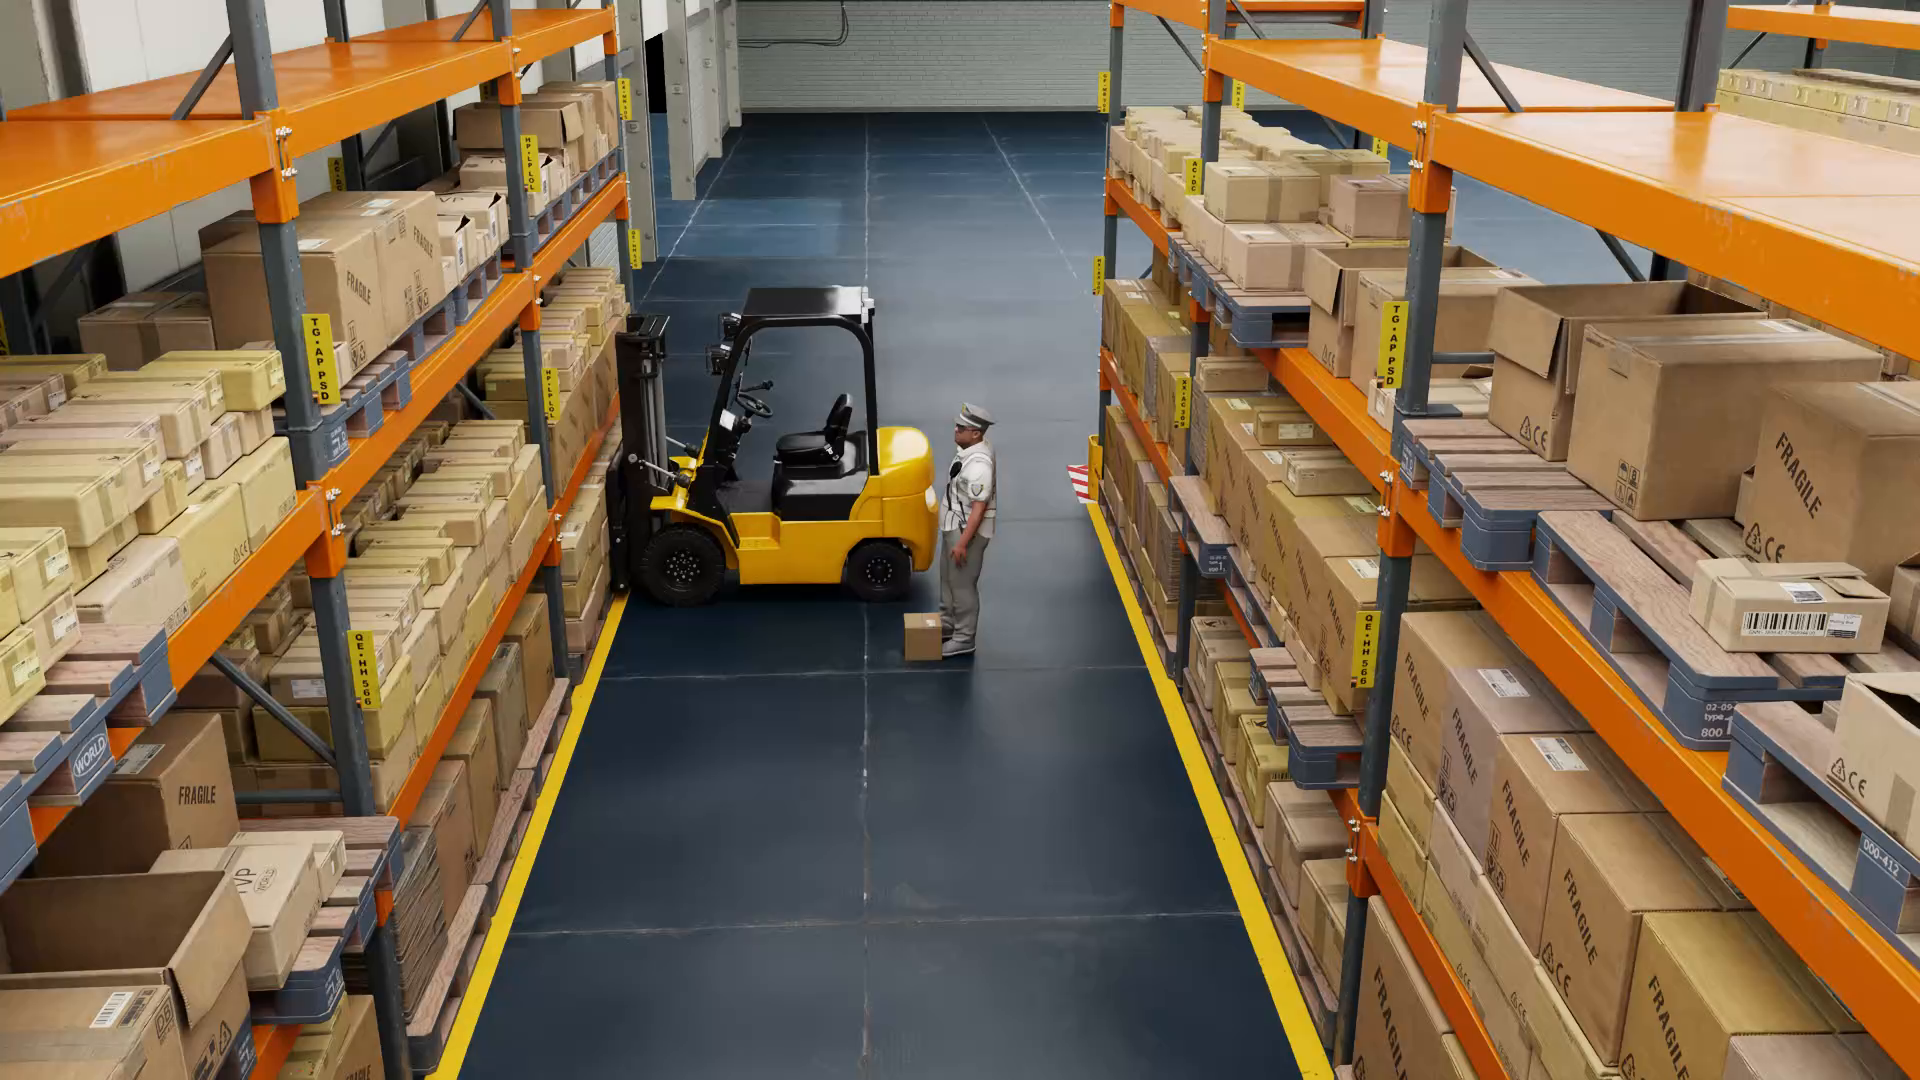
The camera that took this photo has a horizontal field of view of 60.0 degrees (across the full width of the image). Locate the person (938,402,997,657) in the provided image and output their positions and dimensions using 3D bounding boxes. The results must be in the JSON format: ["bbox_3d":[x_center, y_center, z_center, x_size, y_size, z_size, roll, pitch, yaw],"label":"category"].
[{"bbox_3d":[-0.043,-0.075,11.202,0.575,1.781,0.640,-1,20,-3],"label":"person"}]
